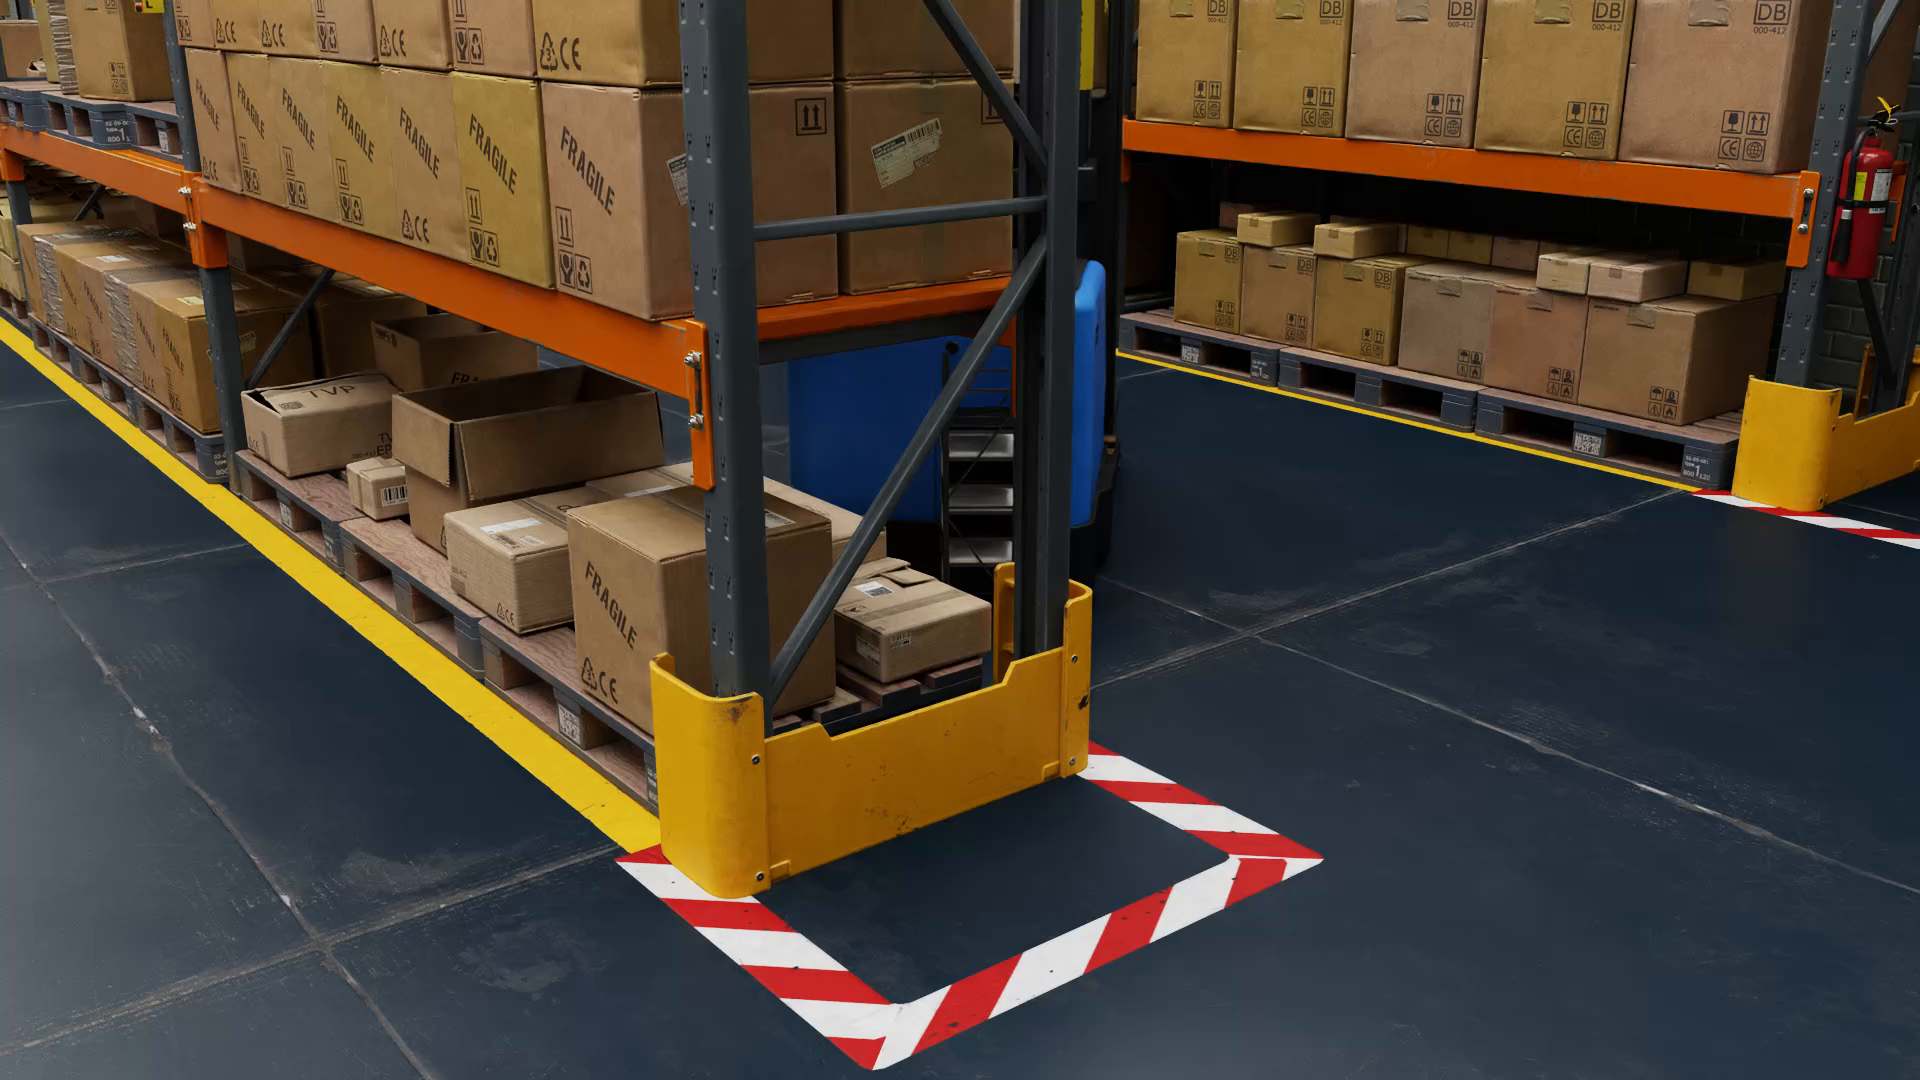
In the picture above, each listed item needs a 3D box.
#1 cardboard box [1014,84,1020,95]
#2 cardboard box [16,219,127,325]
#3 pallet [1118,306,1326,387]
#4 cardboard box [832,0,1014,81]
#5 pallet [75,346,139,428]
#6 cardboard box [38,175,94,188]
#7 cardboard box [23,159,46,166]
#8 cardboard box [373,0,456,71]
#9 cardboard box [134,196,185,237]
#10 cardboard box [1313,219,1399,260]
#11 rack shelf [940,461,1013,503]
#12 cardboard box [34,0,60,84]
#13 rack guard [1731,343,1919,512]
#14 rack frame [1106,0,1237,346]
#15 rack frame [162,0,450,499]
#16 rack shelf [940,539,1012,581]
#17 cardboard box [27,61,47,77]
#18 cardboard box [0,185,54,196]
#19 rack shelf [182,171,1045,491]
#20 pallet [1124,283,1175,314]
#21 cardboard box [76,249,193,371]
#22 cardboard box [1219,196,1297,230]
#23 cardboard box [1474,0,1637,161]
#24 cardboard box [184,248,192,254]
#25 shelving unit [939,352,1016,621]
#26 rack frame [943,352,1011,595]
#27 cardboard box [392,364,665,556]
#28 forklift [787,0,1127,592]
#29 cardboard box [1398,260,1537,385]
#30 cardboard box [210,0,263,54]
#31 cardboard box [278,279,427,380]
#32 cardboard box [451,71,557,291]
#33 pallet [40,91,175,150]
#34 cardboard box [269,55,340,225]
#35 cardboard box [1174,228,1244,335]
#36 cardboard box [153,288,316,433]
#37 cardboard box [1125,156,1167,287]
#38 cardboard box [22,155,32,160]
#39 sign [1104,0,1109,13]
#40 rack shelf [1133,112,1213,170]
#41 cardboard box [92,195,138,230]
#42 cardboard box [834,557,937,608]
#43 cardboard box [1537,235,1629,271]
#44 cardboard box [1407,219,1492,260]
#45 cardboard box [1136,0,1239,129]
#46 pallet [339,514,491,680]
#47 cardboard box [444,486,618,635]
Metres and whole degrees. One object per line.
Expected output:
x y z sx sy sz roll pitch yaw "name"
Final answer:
0.521 -2.723 10.182 0.380 0.149 0.250 -13 22 -34 "cardboard box"
-5.052 -1.547 9.539 0.500 0.500 0.500 -13 22 -34 "cardboard box"
1.664 -1.148 9.495 1.003 0.211 1.213 -14 23 -36 "pallet"
-0.213 -1.404 4.082 0.500 0.500 0.500 -13 22 -34 "cardboard box"
-3.924 -0.877 8.676 1.003 0.211 1.213 -14 23 -36 "pallet"
-6.173 -2.420 11.712 0.500 0.311 0.500 -14 23 -37 "cardboard box"
-7.118 -2.795 12.845 0.500 0.311 0.500 -14 23 -36 "cardboard box"
-1.276 -1.551 4.524 0.500 0.500 0.500 -13 22 -35 "cardboard box"
-4.308 -1.873 9.331 0.500 0.250 0.500 -13 22 -34 "cardboard box"
2.031 -1.543 8.526 0.380 0.149 0.250 -15 23 -38 "cardboard box"
0.065 -0.191 5.305 0.258 0.077 0.200 0 23 0 "rack shelf"
-4.631 -2.806 9.238 0.500 0.500 0.700 11 21 30 "cardboard box"
3.752 -0.497 7.067 1.175 0.500 0.348 -14 23 -36 "rack guard"
1.254 -2.675 9.668 1.000 3.000 0.127 -14 23 -36 "rack frame"
-2.627 -1.707 6.746 1.000 3.000 0.127 -14 23 -36 "rack frame"
0.065 0.058 5.410 0.258 0.077 0.200 0 23 0 "rack shelf"
-5.302 -2.748 10.033 0.500 0.311 0.500 -12 22 -33 "cardboard box"
-6.268 -2.186 11.005 0.500 0.311 0.500 -14 23 -36 "cardboard box"
-1.385 -0.873 5.370 1.077 0.370 4.000 -14 23 -36 "rack shelf"
0.715 -1.526 10.636 1.003 0.211 1.213 -14 23 -36 "pallet"
-4.087 -1.167 8.391 0.500 0.500 0.500 -15 23 -38 "cardboard box"
1.703 -1.866 9.501 0.380 0.149 0.250 -14 23 -36 "cardboard box"
2.952 -2.132 7.553 0.980 0.700 0.700 -14 23 -37 "cardboard box"
-3.694 -1.275 8.716 0.500 0.500 0.500 -15 24 -38 "cardboard box"
0.065 -0.139 5.327 0.258 0.900 0.210 0 23 0 "shelving unit"
0.065 -0.178 5.421 0.240 0.900 0.006 0 23 0 "rack frame"
-1.457 -0.269 5.674 0.797 0.503 0.637 -14 23 -36 "cardboard box"
0.111 -1.624 6.603 1.130 2.935 3.031 2 18 7 "forklift"
2.601 -1.102 8.227 0.700 0.500 0.500 -15 23 -38 "cardboard box"
-2.235 -1.931 5.673 0.500 0.500 0.500 -15 23 -38 "cardboard box"
-2.737 -0.896 7.573 0.500 0.500 0.500 -15 24 -39 "cardboard box"
-0.960 -0.953 4.310 0.500 0.500 0.500 -14 23 -36 "cardboard box"
-3.900 -2.123 8.308 1.003 0.211 1.213 -14 23 -36 "pallet"
-1.895 -1.326 5.437 0.500 0.500 0.500 -14 23 -36 "cardboard box"
1.638 -1.483 9.378 0.700 0.500 0.500 -14 23 -35 "cardboard box"
-3.158 -0.795 7.268 0.500 0.500 0.500 -14 23 -36 "cardboard box"
0.748 -1.988 10.347 0.750 0.750 0.750 -14 23 -35 "cardboard box"
-7.637 -3.104 13.477 0.500 0.500 0.500 -14 23 -36 "cardboard box"
0.834 -3.078 9.172 0.100 0.325 0.005 -14 23 -36 "sign"
0.012 -2.826 11.270 1.077 0.370 4.000 -14 23 -36 "rack shelf"
-5.206 -2.039 10.563 0.500 0.311 0.500 -13 22 -34 "cardboard box"
-0.290 0.183 4.845 0.380 0.166 0.250 -14 23 -36 "cardboard box"
2.988 -1.357 7.966 0.380 0.149 0.250 -14 23 -36 "cardboard box"
2.513 -1.545 8.534 0.380 0.149 0.250 -14 23 -37 "cardboard box"
1.578 -2.680 9.208 0.980 0.700 0.700 -14 23 -35 "cardboard box"
-1.440 0.087 5.764 1.003 0.211 1.213 -14 23 -36 "pallet"
-1.241 0.049 5.116 0.500 0.250 0.500 -14 23 -36 "cardboard box"
